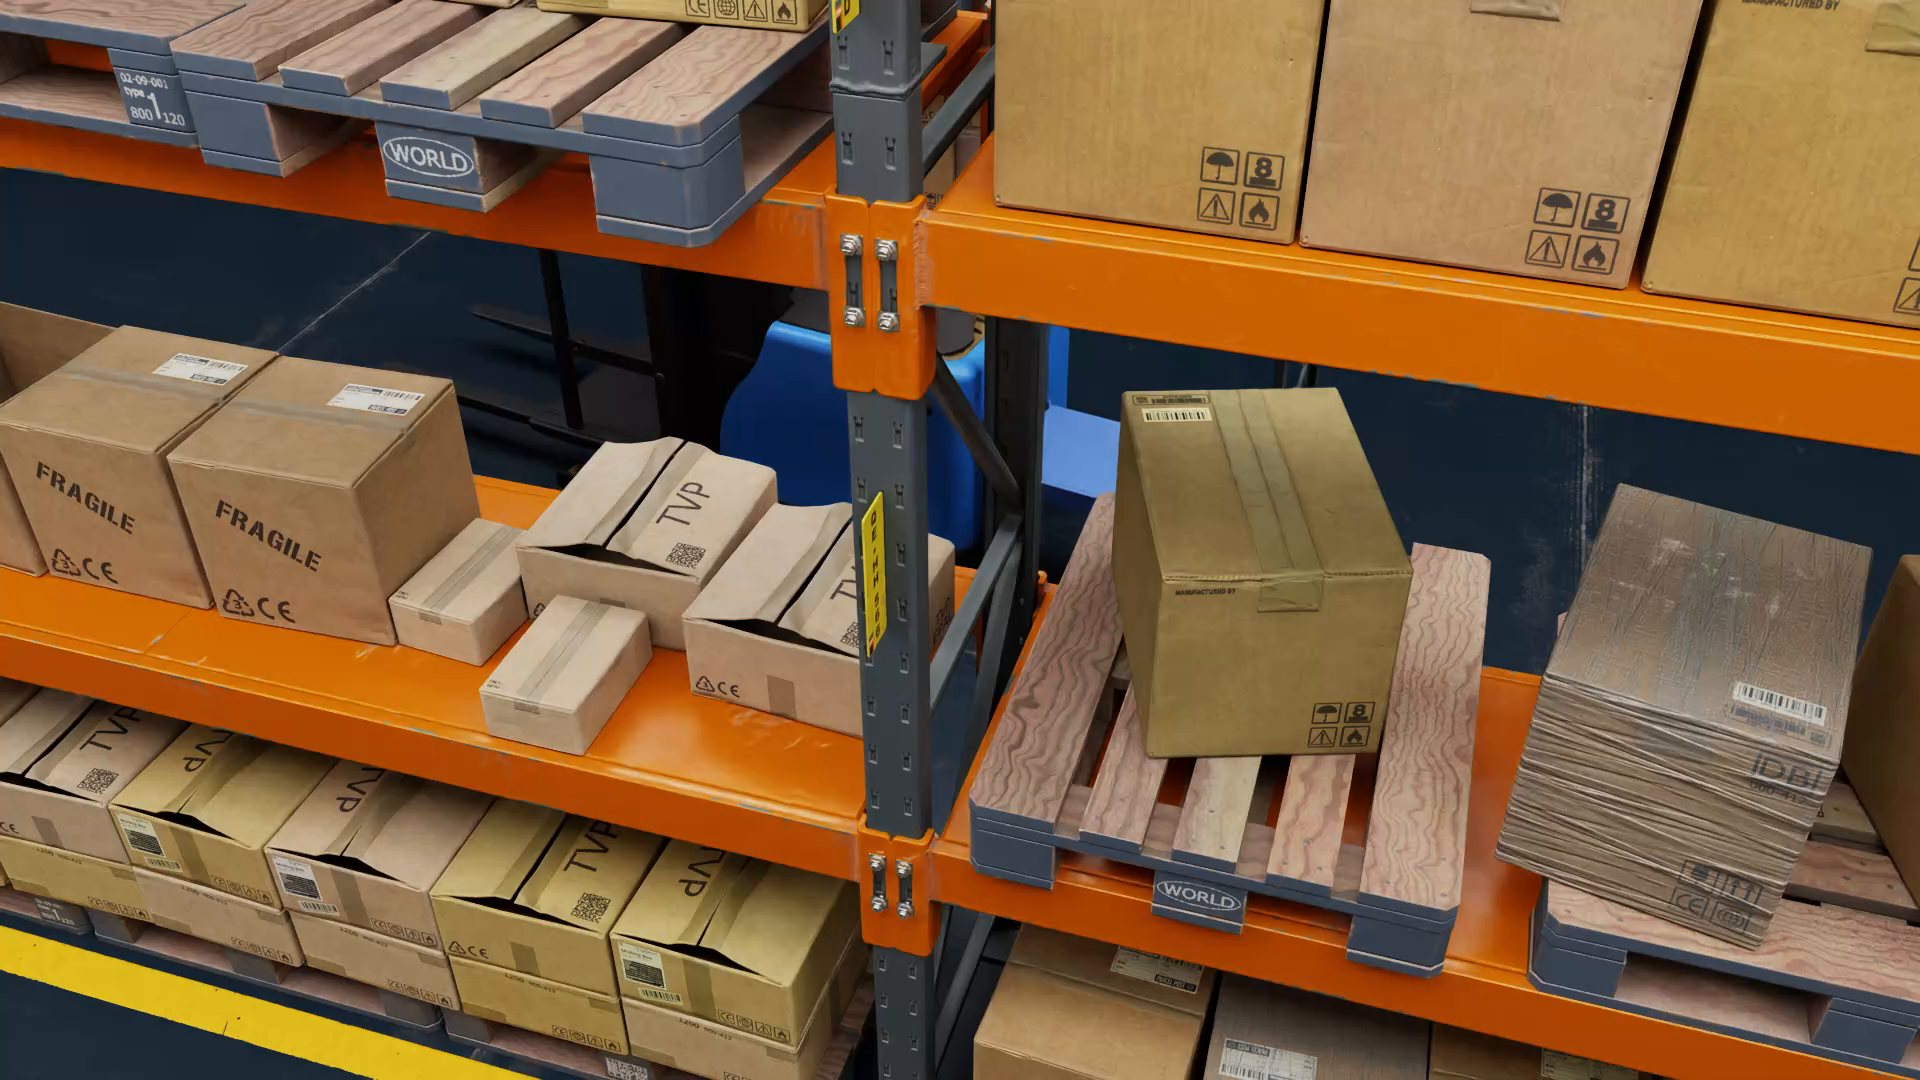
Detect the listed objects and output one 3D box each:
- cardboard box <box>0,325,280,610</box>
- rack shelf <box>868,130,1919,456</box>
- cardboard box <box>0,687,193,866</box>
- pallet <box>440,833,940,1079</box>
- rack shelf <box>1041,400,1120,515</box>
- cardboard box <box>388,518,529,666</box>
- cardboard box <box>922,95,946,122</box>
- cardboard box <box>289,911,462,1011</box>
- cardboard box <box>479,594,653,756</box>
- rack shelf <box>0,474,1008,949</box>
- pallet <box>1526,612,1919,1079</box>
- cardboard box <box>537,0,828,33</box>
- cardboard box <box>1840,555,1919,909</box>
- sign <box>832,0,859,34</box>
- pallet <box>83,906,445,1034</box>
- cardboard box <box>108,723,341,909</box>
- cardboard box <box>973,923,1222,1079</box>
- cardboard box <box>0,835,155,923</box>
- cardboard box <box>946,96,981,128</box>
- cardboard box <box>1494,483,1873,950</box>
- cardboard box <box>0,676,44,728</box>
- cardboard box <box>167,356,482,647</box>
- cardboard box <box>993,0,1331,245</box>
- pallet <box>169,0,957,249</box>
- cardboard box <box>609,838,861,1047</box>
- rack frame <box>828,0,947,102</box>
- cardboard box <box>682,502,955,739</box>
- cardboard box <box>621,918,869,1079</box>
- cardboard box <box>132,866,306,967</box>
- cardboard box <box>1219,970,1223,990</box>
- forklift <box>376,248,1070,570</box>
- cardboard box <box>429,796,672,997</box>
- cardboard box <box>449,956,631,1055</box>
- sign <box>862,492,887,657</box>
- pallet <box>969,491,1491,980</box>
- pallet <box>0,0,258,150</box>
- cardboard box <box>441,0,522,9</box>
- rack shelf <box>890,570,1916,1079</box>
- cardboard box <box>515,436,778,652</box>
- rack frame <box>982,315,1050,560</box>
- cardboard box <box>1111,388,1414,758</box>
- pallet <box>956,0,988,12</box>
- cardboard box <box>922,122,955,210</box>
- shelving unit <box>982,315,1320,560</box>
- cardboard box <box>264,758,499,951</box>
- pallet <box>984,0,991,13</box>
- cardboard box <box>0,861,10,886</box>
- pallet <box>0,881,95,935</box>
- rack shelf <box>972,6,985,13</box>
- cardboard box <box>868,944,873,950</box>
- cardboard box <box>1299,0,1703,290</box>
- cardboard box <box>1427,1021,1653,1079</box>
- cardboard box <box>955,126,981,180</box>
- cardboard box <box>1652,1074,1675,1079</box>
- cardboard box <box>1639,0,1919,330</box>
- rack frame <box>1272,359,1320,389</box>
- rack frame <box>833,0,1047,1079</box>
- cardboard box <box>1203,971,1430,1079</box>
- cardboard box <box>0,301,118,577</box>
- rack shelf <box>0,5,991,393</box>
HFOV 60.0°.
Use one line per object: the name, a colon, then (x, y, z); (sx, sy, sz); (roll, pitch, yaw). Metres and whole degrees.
cardboard box: (-2.108, -0.201, 4.408); (0.500, 0.500, 0.500); (11, 38, 14)
rack shelf: (1.910, -0.345, 2.764); (4.000, 0.370, 1.077); (10, 38, 14)
cardboard box: (-2.526, 0.622, 4.867); (0.500, 0.311, 0.500); (9, 37, 12)
pallet: (-0.773, 1.175, 4.975); (1.213, 0.211, 1.003); (10, 38, 14)
rack shelf: (0.664, -0.194, 6.052); (1.000, 0.185, 0.538); (17, 39, 21)
cardboard box: (-1.233, 0.128, 4.258); (0.250, 0.149, 0.380); (13, 38, 17)
cardboard box: (-0.246, -2.378, 8.555); (0.500, 0.250, 0.500); (10, 38, 14)
cardboard box: (-1.546, 1.024, 4.794); (0.500, 0.250, 0.500); (11, 38, 15)
cardboard box: (-0.940, 0.319, 3.999); (0.250, 0.149, 0.380); (10, 38, 14)
rack shelf: (-1.908, 0.156, 4.614); (4.000, 0.370, 1.077); (10, 38, 14)
pallet: (1.859, 0.638, 3.514); (1.213, 0.211, 1.003); (10, 38, 14)
cardboard box: (-0.449, -1.145, 3.017); (0.500, 0.250, 0.500); (8, 37, 10)
cardboard box: (2.114, 0.440, 3.183); (0.500, 0.500, 0.700); (2, 36, 2)
sign: (-0.172, -0.916, 2.430); (0.005, 0.325, 0.100); (10, 38, 14)
pallet: (-1.934, 0.959, 5.269); (1.213, 0.211, 1.003); (10, 38, 14)
cardboard box: (-2.029, 0.710, 4.747); (0.500, 0.311, 0.500); (12, 38, 15)
cardboard box: (0.350, 1.292, 4.202); (0.500, 0.500, 0.500); (12, 38, 16)
cardboard box: (-2.523, 0.844, 5.038); (0.500, 0.250, 0.500); (9, 37, 12)
cardboard box: (0.246, -2.290, 8.436); (0.500, 0.250, 0.500); (11, 38, 15)
cardboard box: (1.452, 0.328, 3.335); (0.500, 0.500, 0.700); (18, 40, 22)
cardboard box: (-3.021, 0.531, 4.991); (0.500, 0.311, 0.500); (10, 38, 13)
cardboard box: (-1.606, -0.108, 4.281); (0.500, 0.500, 0.500); (9, 37, 11)
cardboard box: (0.427, -0.970, 2.923); (0.500, 0.500, 0.910); (10, 38, 14)
pallet: (-0.673, -0.981, 3.182); (1.003, 0.211, 1.213); (12, 38, 16)
cardboard box: (-0.572, 0.979, 4.381); (0.500, 0.311, 0.500); (11, 38, 15)
rack frame: (0.001, -2.196, 2.142); (0.127, 3.000, 1.000); (10, 38, 14)
cardboard box: (-0.333, 0.167, 4.068); (0.500, 0.311, 0.500); (13, 38, 17)
cardboard box: (-0.574, 1.203, 4.550); (0.500, 0.250, 0.500); (11, 38, 15)
cardboard box: (-2.038, 0.934, 4.915); (0.500, 0.250, 0.500); (11, 38, 15)
cardboard box: (0.964, 1.082, 4.487); (0.500, 0.500, 0.500); (12, 38, 16)
forklift: (-1.104, -1.541, 6.371); (3.031, 2.935, 1.130); (17, 39, 21)
cardboard box: (-1.070, 0.891, 4.501); (0.500, 0.311, 0.500); (10, 38, 13)
cardboard box: (-1.067, 1.114, 4.671); (0.500, 0.250, 0.500); (10, 38, 13)
sign: (-0.161, 0.068, 3.150); (0.005, 0.325, 0.100); (10, 38, 14)
pallet: (0.669, 0.377, 3.869); (1.003, 0.211, 1.213); (10, 38, 14)
pallet: (-1.742, -1.177, 3.448); (1.213, 0.211, 1.003); (12, 38, 16)
cardboard box: (-0.955, -1.228, 3.129); (0.500, 0.250, 0.500); (11, 38, 15)
rack shelf: (1.910, 0.863, 3.654); (4.000, 0.370, 1.077); (10, 38, 14)
cardboard box: (-0.795, -0.012, 4.311); (0.500, 0.311, 0.500); (10, 38, 13)
rack frame: (0.210, -0.475, 6.130); (0.032, 1.500, 0.500); (17, 39, 21)
cardboard box: (0.636, 0.058, 3.702); (0.500, 0.500, 0.700); (-1, 36, -2)
pallet: (-0.427, -2.833, 8.230); (1.213, 0.211, 1.003); (10, 38, 14)
cardboard box: (-0.168, -2.080, 8.784); (0.500, 0.500, 0.700); (10, 38, 14)
shelving unit: (0.664, -0.339, 5.946); (1.048, 1.500, 0.538); (17, 39, 21)
cardboard box: (-1.551, 0.800, 4.625); (0.500, 0.311, 0.500); (10, 38, 14)
pallet: (0.762, -2.572, 7.876); (1.003, 0.211, 1.213); (10, 38, 14)
cardboard box: (-3.018, 0.754, 5.161); (0.500, 0.250, 0.500); (11, 38, 15)
pallet: (-3.102, 0.744, 5.561); (1.213, 0.211, 1.003); (10, 38, 14)
rack shelf: (-0.435, -2.647, 8.423); (4.000, 0.370, 1.077); (10, 38, 14)
cardboard box: (-0.411, 0.900, 4.963); (0.500, 0.250, 0.500); (10, 38, 14)
cardboard box: (0.914, -0.880, 2.800); (0.500, 0.500, 0.910); (10, 38, 14)
cardboard box: (1.329, 1.473, 3.956); (0.500, 0.500, 0.500); (10, 38, 13)
cardboard box: (0.315, -2.009, 8.686); (0.500, 0.500, 0.700); (10, 38, 14)
cardboard box: (1.829, 1.562, 3.835); (0.500, 0.500, 0.500); (9, 37, 12)
cardboard box: (1.411, -0.788, 2.676); (0.500, 0.500, 0.910); (10, 38, 14)
rack frame: (1.118, -0.204, 5.762); (0.032, 1.500, 0.500); (17, 39, 21)
rack frame: (0.001, 0.220, 3.921); (0.127, 3.000, 1.000); (10, 38, 14)
cardboard box: (0.852, 1.381, 4.081); (0.500, 0.500, 0.500); (9, 37, 12)
cardboard box: (-2.586, -0.289, 4.528); (0.500, 0.500, 0.500); (13, 38, 17)
rack shelf: (-1.908, -1.052, 3.725); (4.000, 0.370, 1.077); (10, 38, 14)
